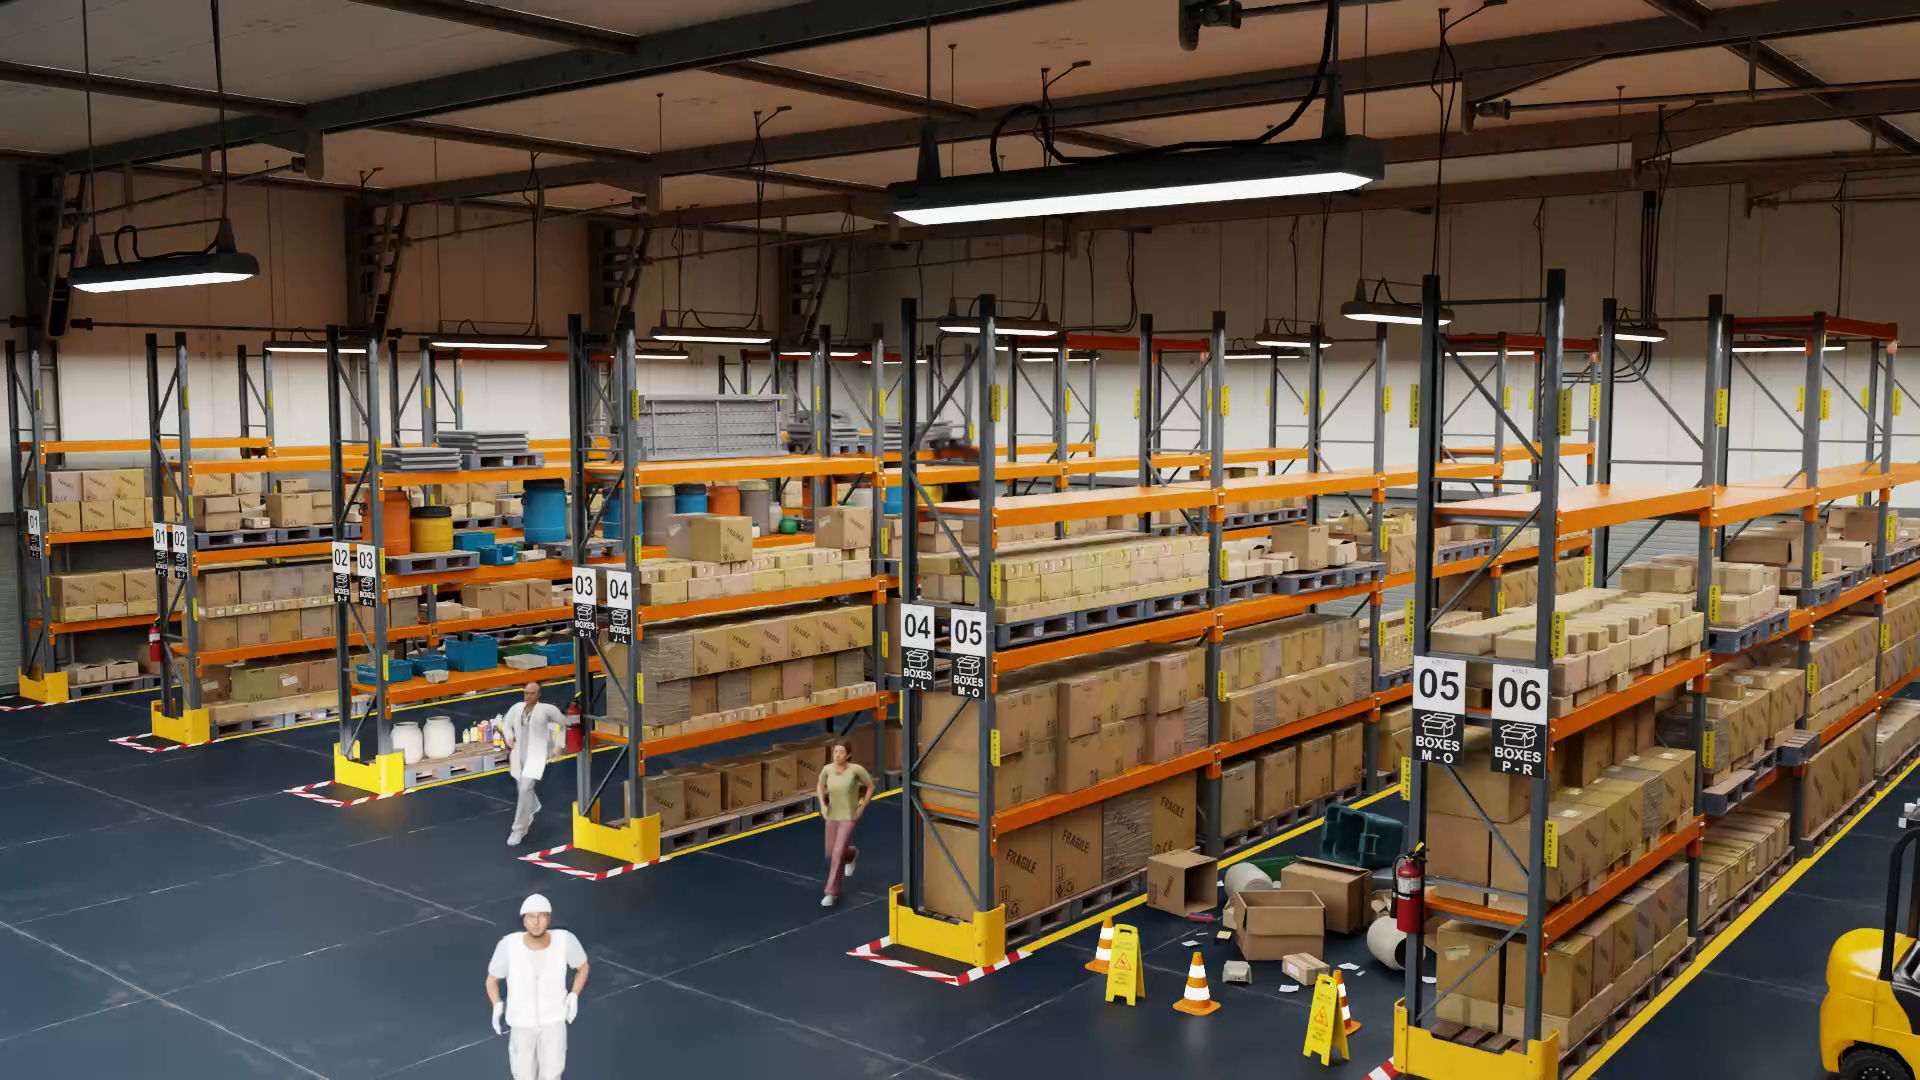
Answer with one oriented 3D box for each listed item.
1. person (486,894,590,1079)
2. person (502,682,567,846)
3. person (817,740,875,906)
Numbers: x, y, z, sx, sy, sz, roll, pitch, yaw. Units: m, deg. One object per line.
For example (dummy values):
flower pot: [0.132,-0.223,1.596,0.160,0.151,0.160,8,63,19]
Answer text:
person: [-2.895,3.284,11.445,0.692,1.755,0.684,-1,5,-14]
person: [-4.949,2.542,19.275,0.756,1.813,0.954,1,5,14]
person: [-1.175,2.835,16.958,0.604,1.650,0.779,2,5,17]
